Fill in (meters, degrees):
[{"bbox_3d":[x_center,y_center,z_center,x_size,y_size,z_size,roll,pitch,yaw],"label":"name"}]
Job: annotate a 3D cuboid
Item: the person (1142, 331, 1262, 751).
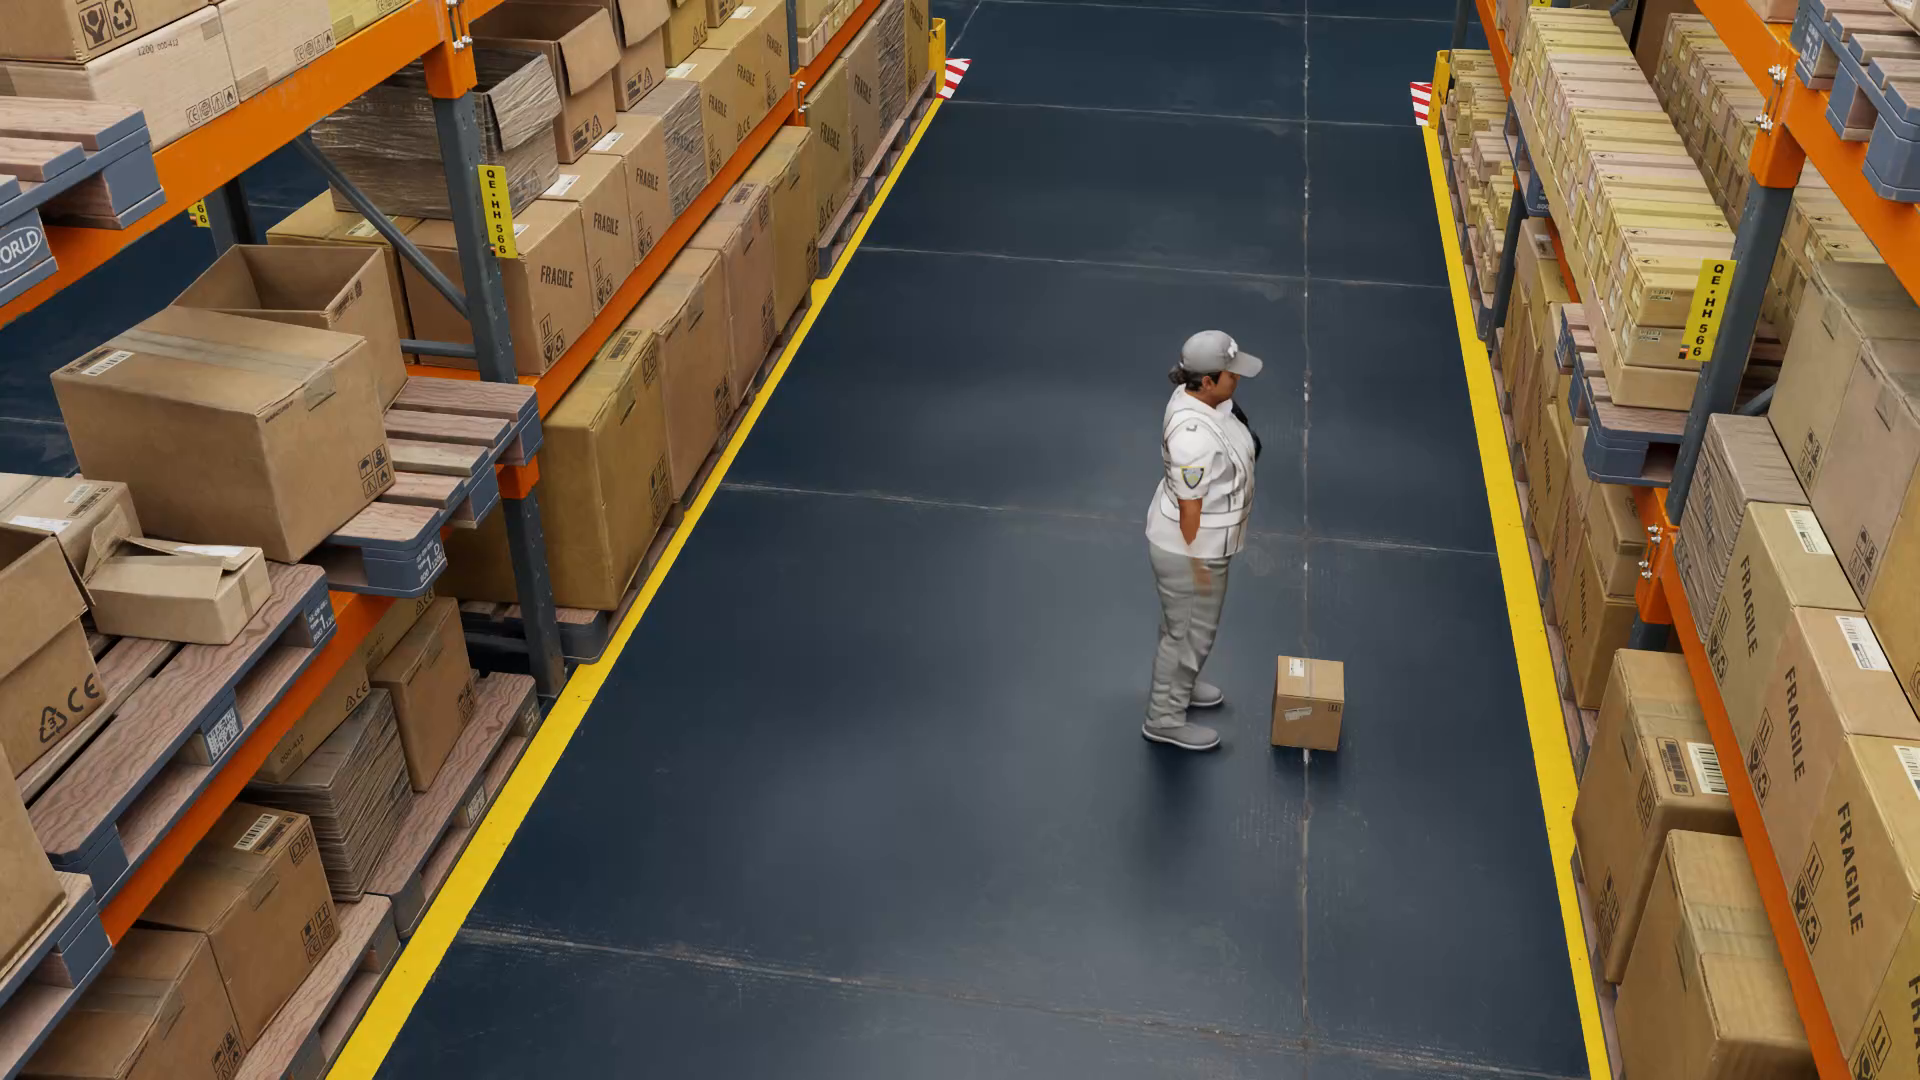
[{"bbox_3d":[0.882,-0.007,6.152,0.390,1.664,0.467,6,33,9],"label":"person"}]
